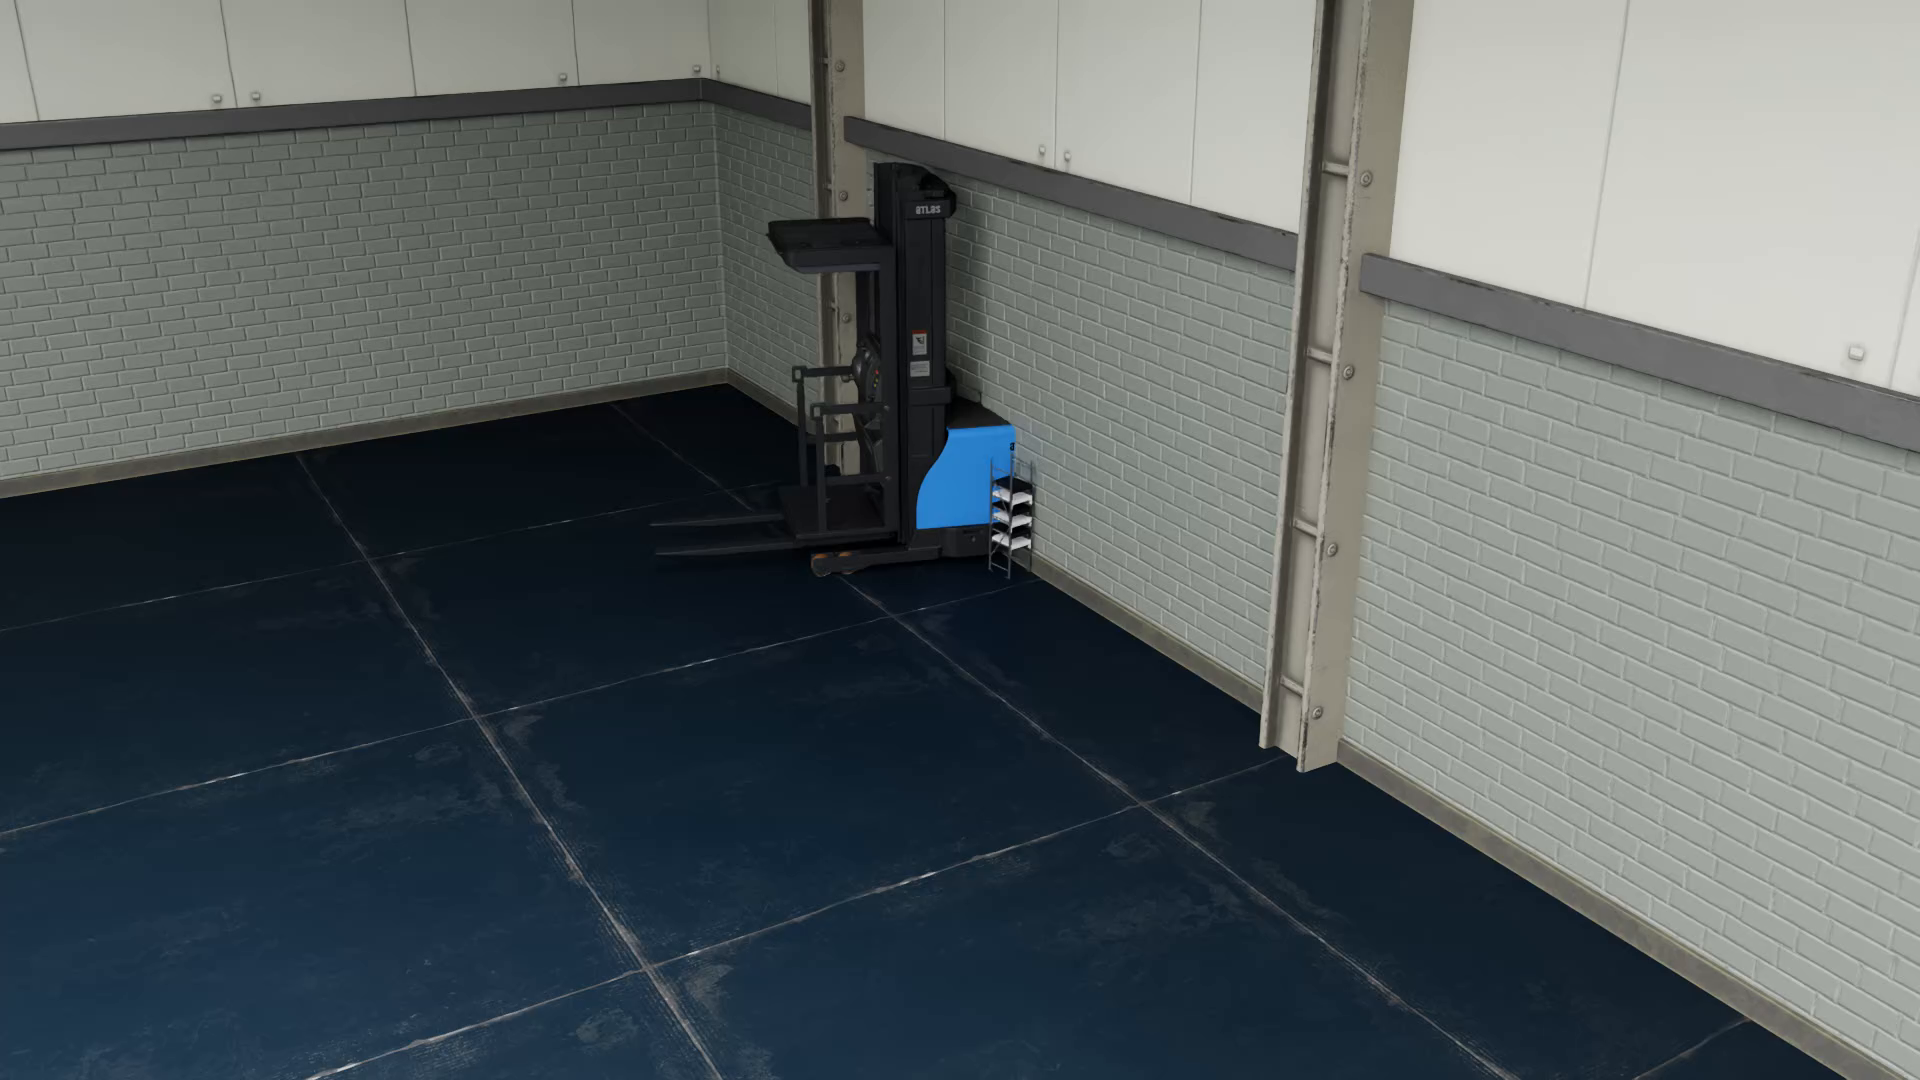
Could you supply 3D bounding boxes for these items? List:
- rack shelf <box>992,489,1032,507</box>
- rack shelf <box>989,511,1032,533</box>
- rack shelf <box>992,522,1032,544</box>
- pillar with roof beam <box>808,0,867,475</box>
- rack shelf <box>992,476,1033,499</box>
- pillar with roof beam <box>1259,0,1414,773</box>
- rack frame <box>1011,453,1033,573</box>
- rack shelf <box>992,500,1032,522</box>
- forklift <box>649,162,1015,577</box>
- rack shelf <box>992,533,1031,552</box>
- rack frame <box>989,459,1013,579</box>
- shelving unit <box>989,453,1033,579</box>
[{"bbox_3d":[0.382,-0.314,12.462,0.200,0.077,0.258,-18,29,-37],"label":"rack shelf"},{"bbox_3d":[0.381,-0.148,12.532,0.200,0.077,0.258,-18,29,-37],"label":"rack shelf"},{"bbox_3d":[0.380,-0.065,12.567,0.200,0.077,0.258,-18,29,-37],"label":"rack shelf"},{"bbox_3d":[-4.705,-3.993,11.151,9.100,9.000,0.400,-13,25,-28],"label":"pillar with roof beam"},{"bbox_3d":[0.383,-0.397,12.427,0.200,0.077,0.258,-18,29,-37],"label":"rack shelf"},{"bbox_3d":[-1.640,-2.050,6.372,9.100,9.000,0.400,-13,25,-28],"label":"pillar with roof beam"},{"bbox_3d":[0.459,-0.204,12.580,0.006,0.900,0.240,-18,29,-37],"label":"rack frame"},{"bbox_3d":[0.381,-0.231,12.497,0.200,0.077,0.258,-18,29,-37],"label":"rack shelf"},{"bbox_3d":[-0.885,-1.299,12.582,3.031,2.935,1.130,-5,23,-12],"label":"forklift"},{"bbox_3d":[0.379,0.018,12.601,0.200,0.077,0.258,-18,29,-37],"label":"rack shelf"},{"bbox_3d":[0.303,-0.154,12.458,0.006,0.900,0.240,-18,29,-37],"label":"rack frame"},{"bbox_3d":[0.381,-0.179,12.519,0.210,0.900,0.258,-18,29,-37],"label":"shelving unit"}]
